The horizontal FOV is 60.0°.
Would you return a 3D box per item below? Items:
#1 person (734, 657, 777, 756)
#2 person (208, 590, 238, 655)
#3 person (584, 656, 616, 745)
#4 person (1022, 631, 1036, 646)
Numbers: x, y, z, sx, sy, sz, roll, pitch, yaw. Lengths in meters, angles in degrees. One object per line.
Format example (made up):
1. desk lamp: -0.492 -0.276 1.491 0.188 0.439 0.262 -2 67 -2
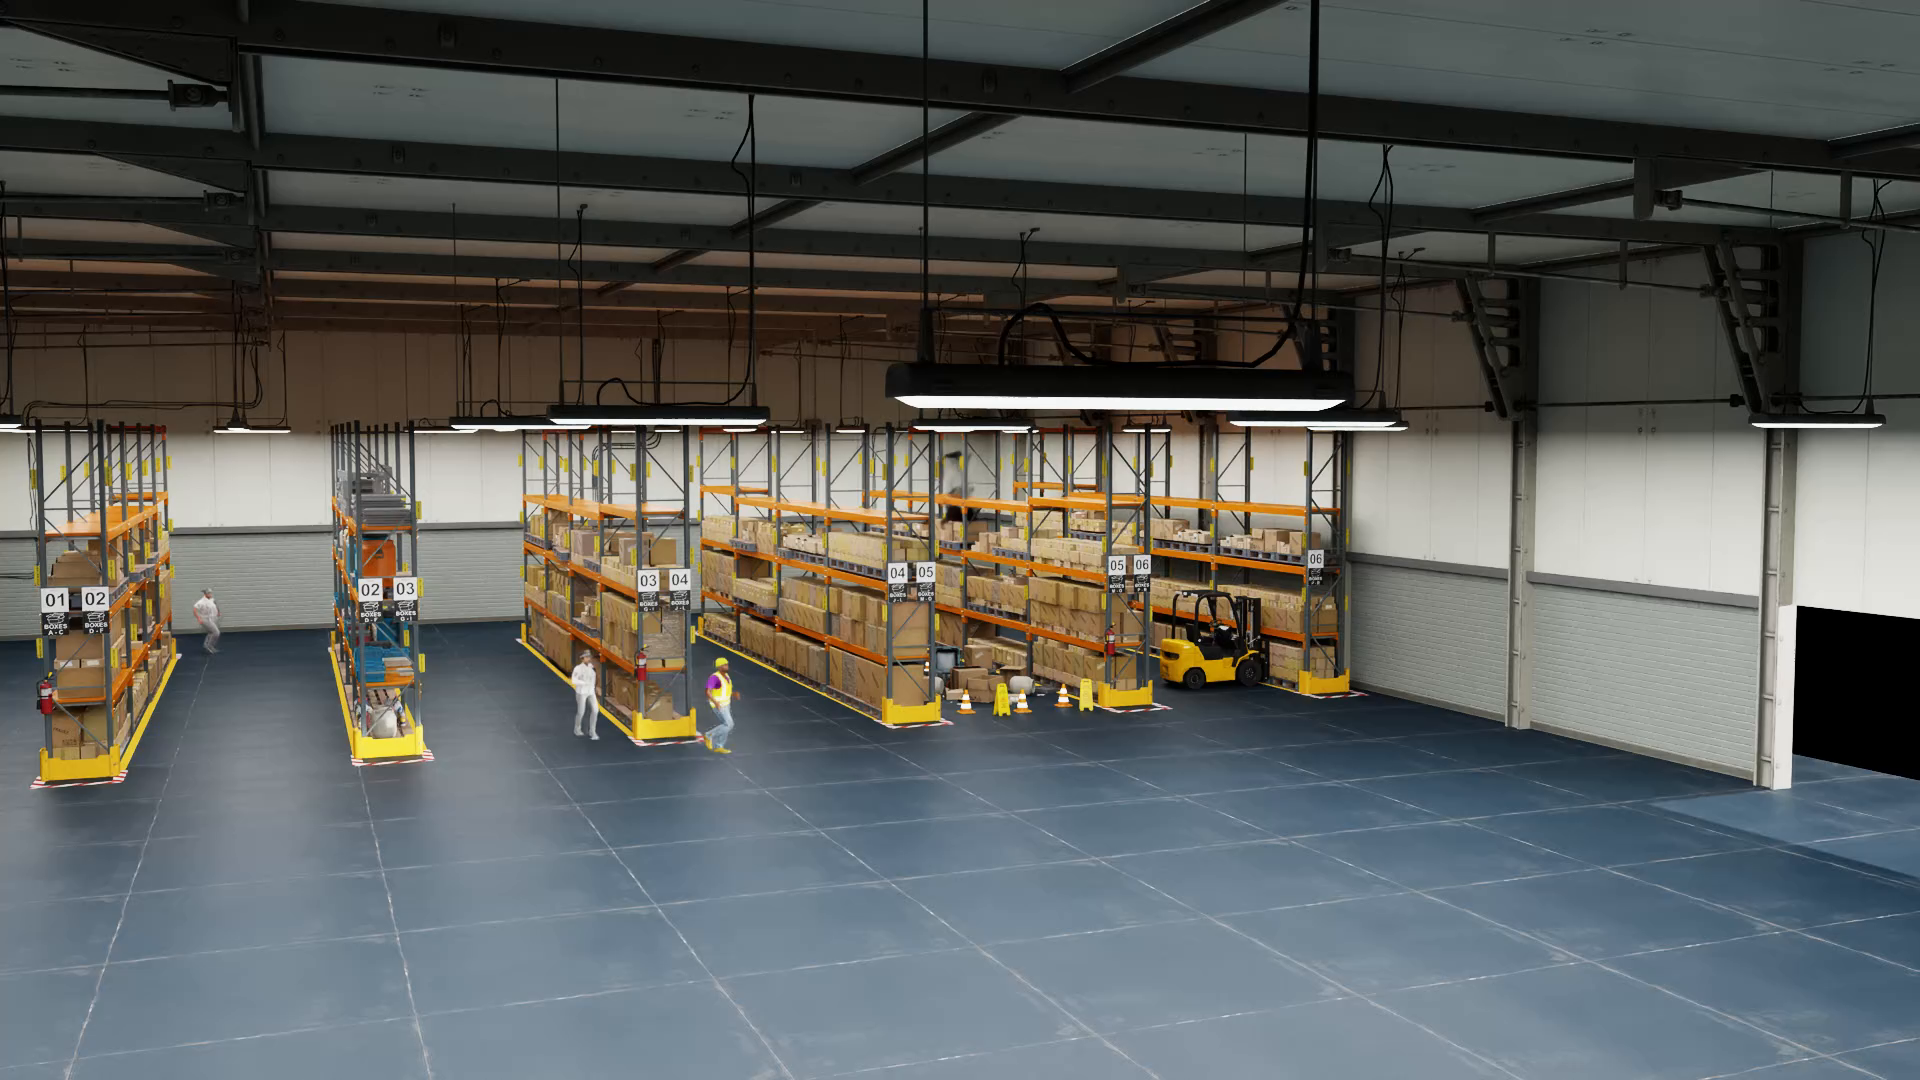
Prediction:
1. person: -3.682 2.982 29.932 0.830 1.764 0.690 1 4 17
2. person: -19.347 2.151 43.546 0.627 1.723 0.736 2 4 26
3. person: -6.682 2.973 30.932 0.554 1.656 0.619 3 5 42
4. person: 1.841 2.190 43.890 0.513 1.612 0.644 -1 4 -21
